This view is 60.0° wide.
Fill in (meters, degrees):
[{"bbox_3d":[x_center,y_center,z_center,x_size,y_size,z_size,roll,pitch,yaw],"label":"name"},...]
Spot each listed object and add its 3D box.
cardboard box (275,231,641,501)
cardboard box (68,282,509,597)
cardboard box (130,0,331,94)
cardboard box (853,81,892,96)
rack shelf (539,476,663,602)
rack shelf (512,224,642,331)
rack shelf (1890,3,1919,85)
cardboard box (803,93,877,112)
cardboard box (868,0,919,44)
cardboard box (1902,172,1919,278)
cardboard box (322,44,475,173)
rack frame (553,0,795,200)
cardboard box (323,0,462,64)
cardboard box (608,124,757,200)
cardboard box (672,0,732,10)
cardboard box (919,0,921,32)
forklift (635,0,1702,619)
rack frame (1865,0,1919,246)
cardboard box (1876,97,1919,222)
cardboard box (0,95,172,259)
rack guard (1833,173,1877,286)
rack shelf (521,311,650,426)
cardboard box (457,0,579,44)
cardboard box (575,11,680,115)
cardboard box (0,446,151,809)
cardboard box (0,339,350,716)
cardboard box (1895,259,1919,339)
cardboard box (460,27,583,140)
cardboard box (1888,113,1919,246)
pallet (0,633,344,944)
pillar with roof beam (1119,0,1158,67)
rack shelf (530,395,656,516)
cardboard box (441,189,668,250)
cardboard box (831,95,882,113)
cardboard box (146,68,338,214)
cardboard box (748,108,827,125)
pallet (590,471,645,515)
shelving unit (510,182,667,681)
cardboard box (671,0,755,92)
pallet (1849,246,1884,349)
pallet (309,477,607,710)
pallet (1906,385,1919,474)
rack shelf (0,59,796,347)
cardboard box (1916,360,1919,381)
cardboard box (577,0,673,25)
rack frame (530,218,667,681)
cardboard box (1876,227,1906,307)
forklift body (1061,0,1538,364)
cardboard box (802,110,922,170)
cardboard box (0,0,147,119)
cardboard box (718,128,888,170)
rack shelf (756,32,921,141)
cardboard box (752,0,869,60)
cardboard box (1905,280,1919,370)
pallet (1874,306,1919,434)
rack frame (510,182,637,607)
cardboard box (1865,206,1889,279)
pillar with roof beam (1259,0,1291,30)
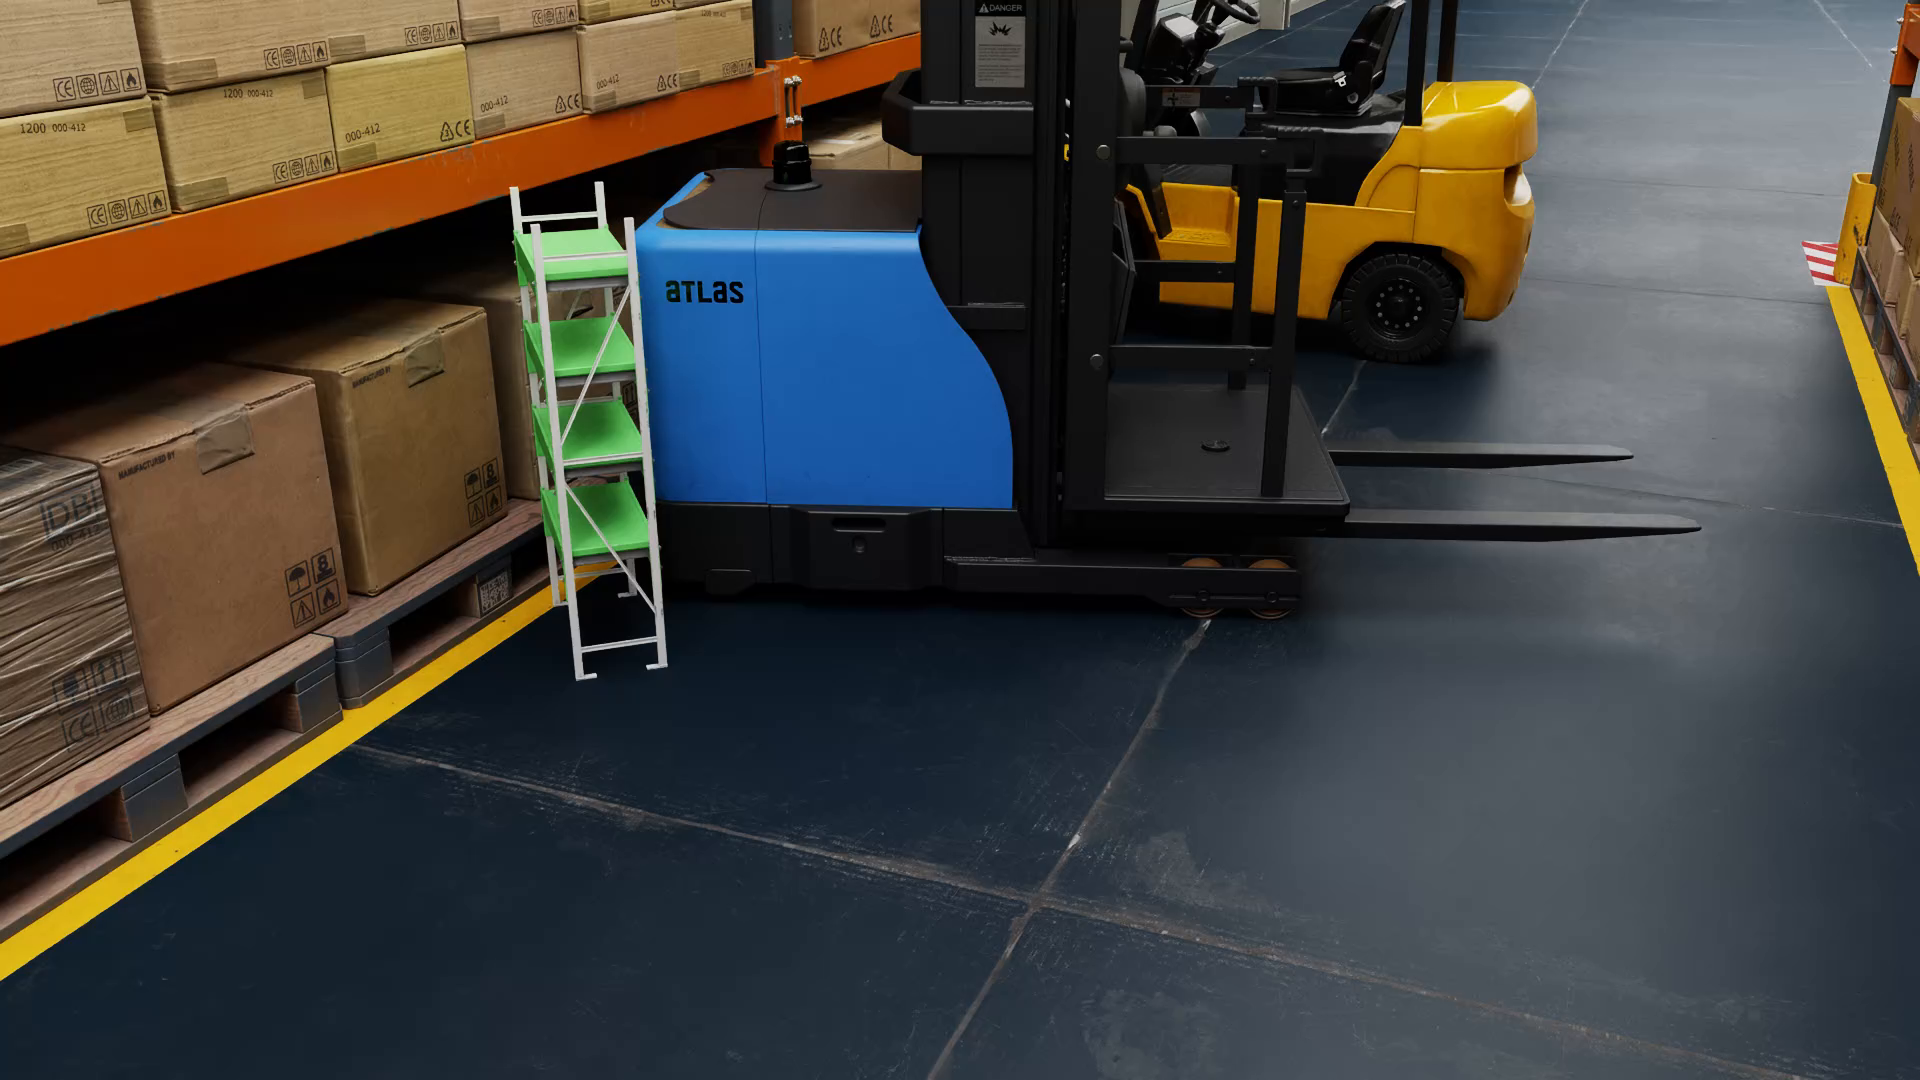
[{"bbox_3d":[-1.559,-0.575,5.271,0.875,0.625,0.625,9,24,20],"label":"cardboard box"},{"bbox_3d":[-1.836,-0.306,4.626,0.875,0.625,0.625,8,24,18],"label":"cardboard box"},{"bbox_3d":[-1.776,-1.159,3.680,0.500,0.250,0.500,8,24,19],"label":"cardboard box"},{"bbox_3d":[-0.523,-2.076,8.053,0.500,0.250,0.500,8,24,19],"label":"cardboard box"},{"bbox_3d":[-0.978,-0.010,4.506,0.258,0.148,0.480,-8,24,-18],"label":"rack shelf"},{"bbox_3d":[-0.978,-0.674,4.228,0.258,0.148,0.480,-8,24,-18],"label":"rack shelf"},{"bbox_3d":[4.273,-1.616,6.161,1.077,0.370,4.000,9,24,20],"label":"rack shelf"},{"bbox_3d":[-0.702,-1.895,7.619,0.500,0.250,0.500,9,24,20],"label":"cardboard box"},{"bbox_3d":[-0.495,-2.298,6.730,0.500,0.500,0.500,9,24,21],"label":"cardboard box"},{"bbox_3d":[4.067,-1.311,6.547,0.500,0.500,0.500,9,24,21],"label":"cardboard box"},{"bbox_3d":[-1.604,-1.115,4.222,0.500,0.250,0.500,10,25,22],"label":"cardboard box"},{"bbox_3d":[-1.080,-1.942,6.007,1.000,3.000,0.127,9,24,20],"label":"rack frame"},{"bbox_3d":[-1.610,-1.346,4.126,0.500,0.250,0.500,9,24,21],"label":"cardboard box"},{"bbox_3d":[-1.077,-1.532,6.751,0.500,0.250,0.500,9,24,21],"label":"cardboard box"},{"bbox_3d":[-1.025,-1.891,5.431,0.500,0.250,0.500,8,24,19],"label":"cardboard box"},{"bbox_3d":[-0.308,-2.479,7.164,0.500,0.500,0.500,9,24,20],"label":"cardboard box"},{"bbox_3d":[0.627,-1.339,4.653,3.031,2.935,1.130,1,23,3],"label":"forklift"},{"bbox_3d":[5.015,-2.664,7.736,1.000,3.000,0.127,9,24,20],"label":"rack frame"},{"bbox_3d":[4.451,-1.677,7.423,0.500,0.500,0.500,8,24,18],"label":"cardboard box"},{"bbox_3d":[-1.983,-0.744,3.334,0.500,0.250,0.500,8,24,19],"label":"cardboard box"},{"bbox_3d":[4.987,-1.483,8.152,1.175,0.500,0.348,9,24,20],"label":"rack guard"},{"bbox_3d":[-0.978,-0.453,4.321,0.258,0.148,0.480,-8,24,-18],"label":"rack shelf"},{"bbox_3d":[-1.405,-1.524,4.552,0.500,0.250,0.500,9,24,21],"label":"cardboard box"},{"bbox_3d":[-1.206,-1.474,5.082,0.500,0.250,0.500,9,24,20],"label":"cardboard box"},{"bbox_3d":[-2.322,0.170,3.486,0.875,0.625,0.625,10,25,22],"label":"cardboard box"},{"bbox_3d":[-2.086,-0.065,4.049,0.875,0.625,0.625,10,25,22],"label":"cardboard box"},{"bbox_3d":[4.071,-0.961,6.682,0.500,0.250,0.500,11,25,24],"label":"cardboard box"},{"bbox_3d":[-1.419,-1.301,4.667,0.500,0.250,0.500,9,24,20],"label":"cardboard box"},{"bbox_3d":[4.261,-1.490,6.974,0.500,0.500,0.500,8,24,18],"label":"cardboard box"},{"bbox_3d":[-2.224,0.487,3.809,1.003,0.211,1.213,9,24,20],"label":"pallet"},{"bbox_3d":[5.536,-7.552,11.655,9.100,9.000,0.400,9,24,20],"label":"pillar with roof beam"},{"bbox_3d":[-0.978,-0.232,4.413,0.258,0.148,0.480,-8,24,-18],"label":"rack shelf"},{"bbox_3d":[-1.264,-0.851,5.933,0.875,0.625,0.625,10,25,22],"label":"cardboard box"},{"bbox_3d":[-0.236,-1.818,7.435,0.500,0.250,0.500,10,25,22],"label":"cardboard box"},{"bbox_3d":[-1.798,-0.930,3.778,0.500,0.250,0.500,8,24,18],"label":"cardboard box"},{"bbox_3d":[-0.903,-1.715,7.190,0.500,0.250,0.500,8,24,19],"label":"cardboard box"},{"bbox_3d":[-1.318,-0.386,5.900,1.003,0.211,1.213,9,24,20],"label":"pallet"},{"bbox_3d":[-0.978,-0.291,4.389,0.258,1.200,0.503,-8,24,-18],"label":"shelving unit"},{"bbox_3d":[-1.025,-1.655,5.514,0.500,0.250,0.500,9,24,21],"label":"cardboard box"},{"bbox_3d":[4.653,-1.064,7.524,1.003,0.211,1.213,9,24,20],"label":"pallet"},{"bbox_3d":[-1.769,0.052,4.851,1.003,0.211,1.213,9,24,20],"label":"pallet"},{"bbox_3d":[3.746,-0.191,5.434,1.003,0.211,1.213,9,24,20],"label":"pallet"},{"bbox_3d":[-1.823,-0.894,4.432,1.077,0.370,4.000,9,24,20],"label":"rack shelf"},{"bbox_3d":[3.688,-0.600,5.816,0.500,0.250,0.500,8,24,19],"label":"cardboard box"},{"bbox_3d":[-1.210,-1.706,4.988,0.500,0.250,0.500,8,24,19],"label":"cardboard box"},{"bbox_3d":[-0.896,-0.202,4.177,0.240,1.200,0.015,-8,24,-18],"label":"rack frame"},{"bbox_3d":[4.262,-1.158,7.154,0.500,0.250,0.500,10,25,22],"label":"cardboard box"},{"bbox_3d":[1.395,-2.042,7.348,2.313,2.155,1.214,9,24,20],"label":"forklift body"},{"bbox_3d":[-0.410,-1.638,7.005,0.500,0.250,0.500,9,24,20],"label":"cardboard box"},{"bbox_3d":[-1.987,-0.975,3.238,0.500,0.250,0.500,10,25,22],"label":"cardboard box"},{"bbox_3d":[-0.609,-1.456,6.570,0.500,0.250,0.500,8,24,19],"label":"cardboard box"},{"bbox_3d":[-0.337,-2.326,7.859,1.077,0.370,4.000,9,24,20],"label":"rack shelf"},{"bbox_3d":[-0.673,-2.109,6.278,0.500,0.500,0.500,8,24,19],"label":"cardboard box"},{"bbox_3d":[3.881,-0.781,6.250,0.500,0.250,0.500,9,24,21],"label":"cardboard box"},{"bbox_3d":[4.198,-0.629,6.483,1.003,0.211,1.213,9,24,20],"label":"pallet"},{"bbox_3d":[-1.060,-0.379,4.601,0.240,1.200,0.015,-8,24,-18],"label":"rack frame"},{"bbox_3d":[4.459,-1.340,7.588,0.500,0.250,0.500,9,24,20],"label":"cardboard box"},{"bbox_3d":[7.764,-9.699,16.795,9.100,9.000,0.400,9,24,20],"label":"pillar with roof beam"}]
